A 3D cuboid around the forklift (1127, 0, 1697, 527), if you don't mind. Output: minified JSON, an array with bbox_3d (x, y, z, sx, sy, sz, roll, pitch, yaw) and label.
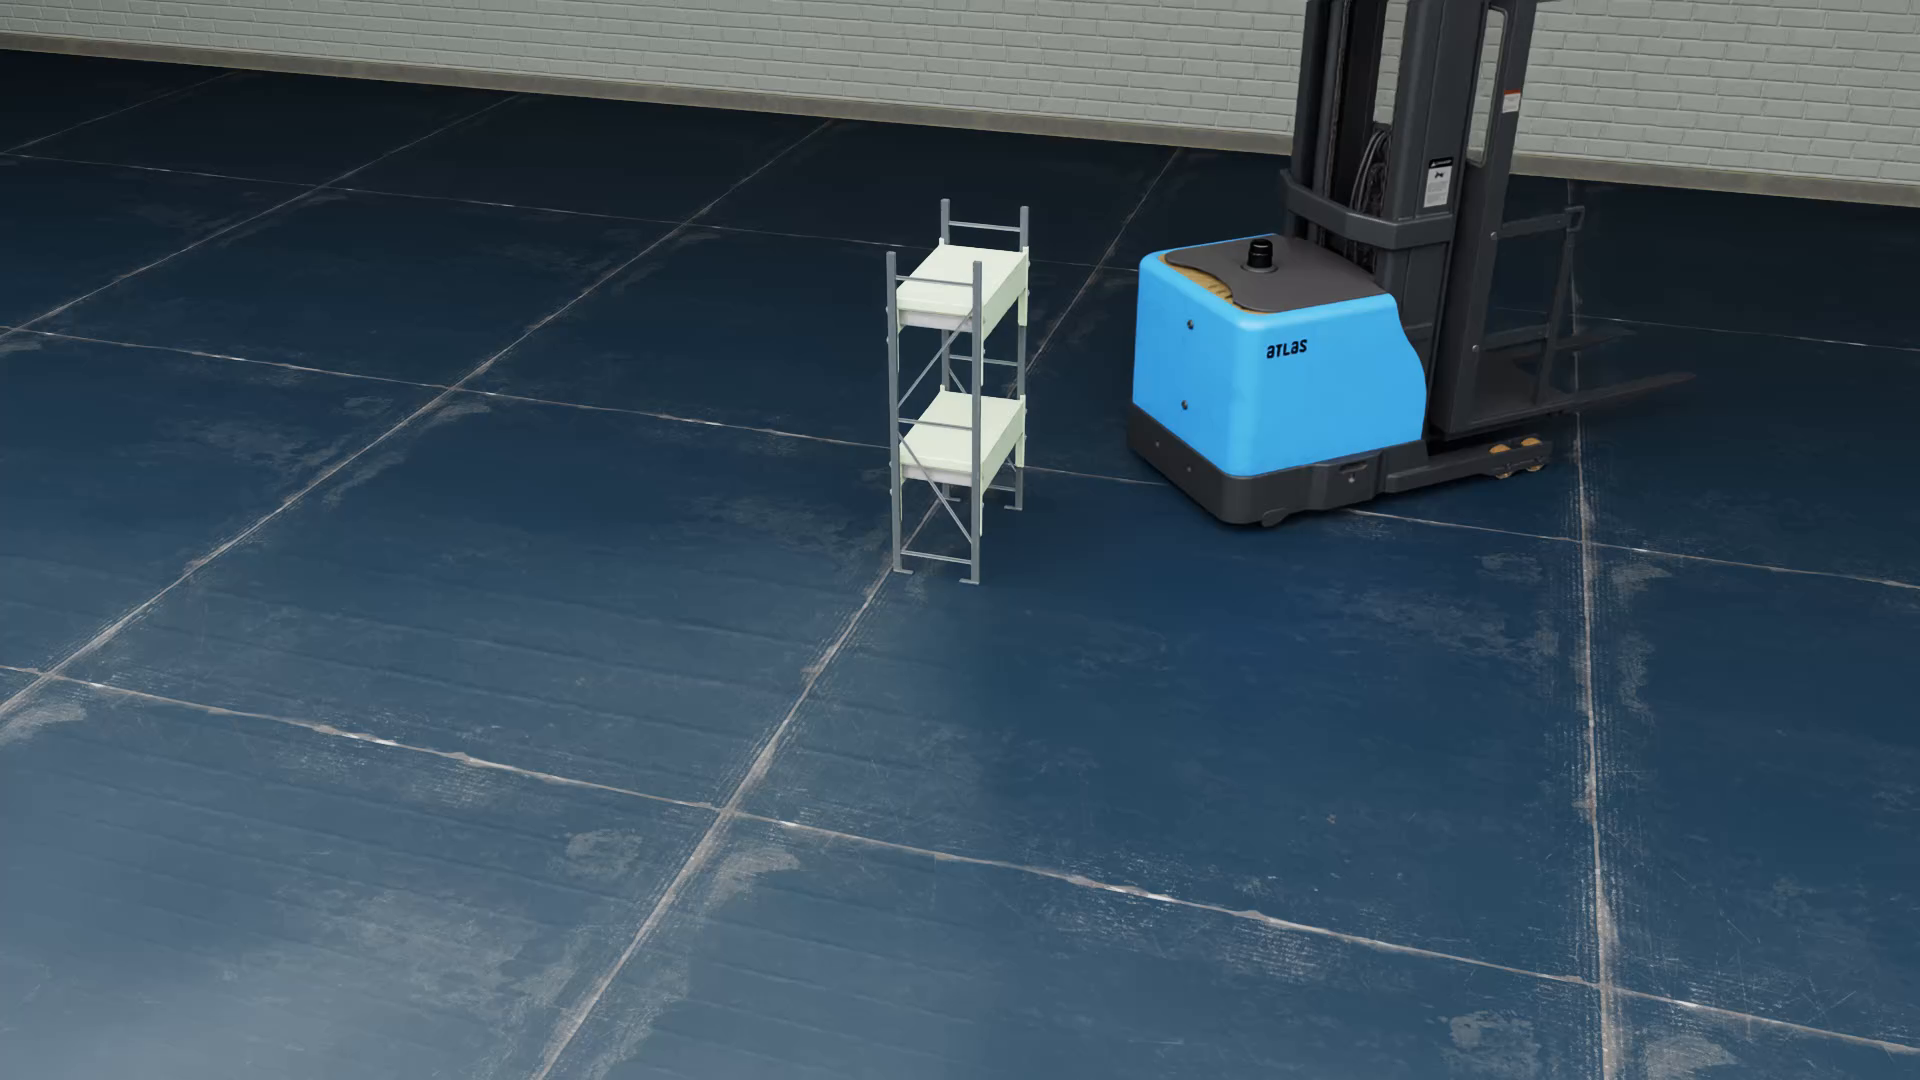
[{"bbox_3d":[2.415,-1.808,7.985,3.031,2.935,1.130,-12,31,-21],"label":"forklift"}]

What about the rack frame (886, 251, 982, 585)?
[{"bbox_3d":[-0.105,-0.488,7.085,0.400,1.500,0.023,8,30,15],"label":"rack frame"}]

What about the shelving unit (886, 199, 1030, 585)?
[{"bbox_3d":[0.002,-0.659,7.391,0.431,1.500,0.755,8,30,15],"label":"shelving unit"}]

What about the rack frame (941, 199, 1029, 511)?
[{"bbox_3d":[0.109,-0.829,7.697,0.400,1.500,0.023,8,30,15],"label":"rack frame"}]

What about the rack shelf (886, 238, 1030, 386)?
[{"bbox_3d":[0.002,-1.000,7.201,0.431,0.370,0.720,8,30,15],"label":"rack shelf"}]

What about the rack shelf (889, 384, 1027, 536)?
[{"bbox_3d":[0.002,-0.374,7.549,0.431,0.370,0.720,8,30,15],"label":"rack shelf"}]
